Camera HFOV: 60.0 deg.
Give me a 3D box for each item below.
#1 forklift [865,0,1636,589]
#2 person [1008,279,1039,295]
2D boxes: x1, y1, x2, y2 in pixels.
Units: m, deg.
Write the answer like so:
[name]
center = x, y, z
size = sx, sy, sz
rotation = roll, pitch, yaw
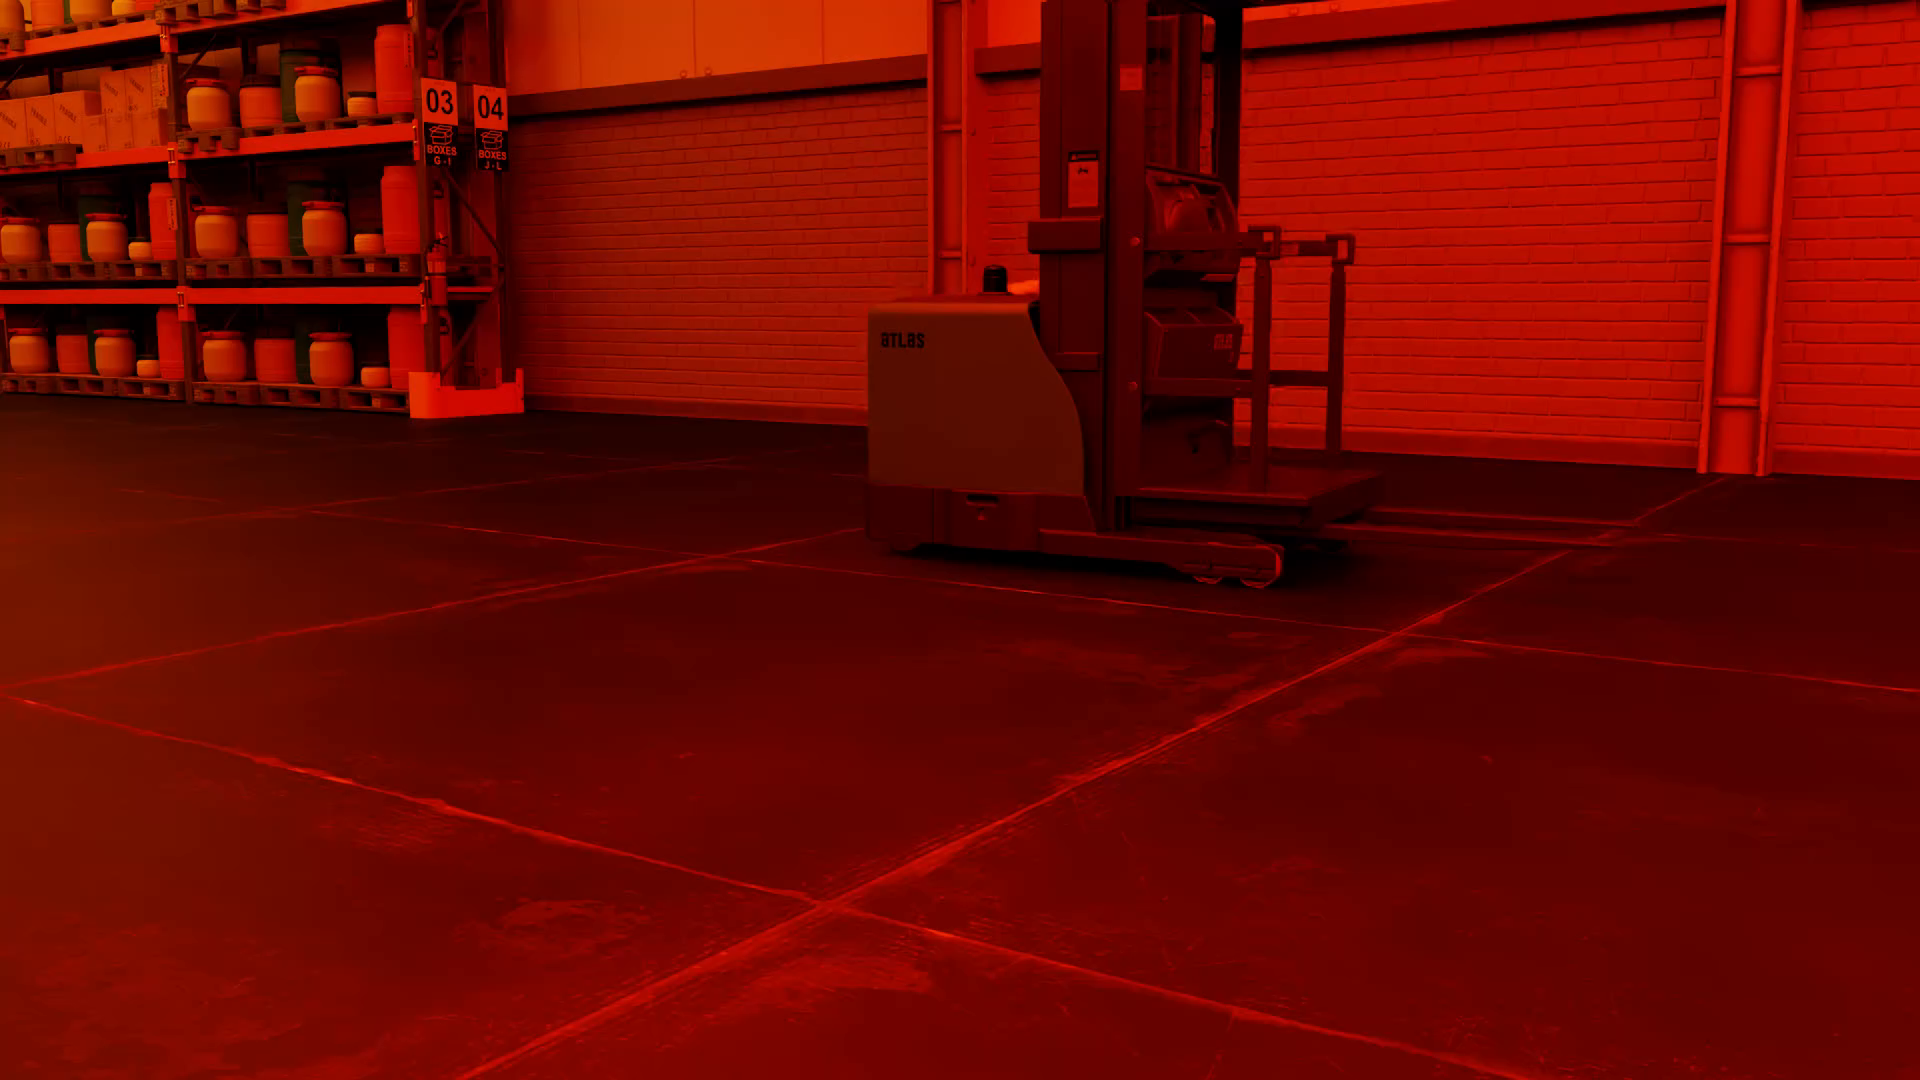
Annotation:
[forklift]
center = 1.133, -1.352, 6.698
size = 3.031, 2.935, 1.130
rotation = 4, 9, 28
[person]
center = 0.529, -0.760, 7.825
size = 0.963, 1.318, 0.720
rotation = 2, 8, 15
